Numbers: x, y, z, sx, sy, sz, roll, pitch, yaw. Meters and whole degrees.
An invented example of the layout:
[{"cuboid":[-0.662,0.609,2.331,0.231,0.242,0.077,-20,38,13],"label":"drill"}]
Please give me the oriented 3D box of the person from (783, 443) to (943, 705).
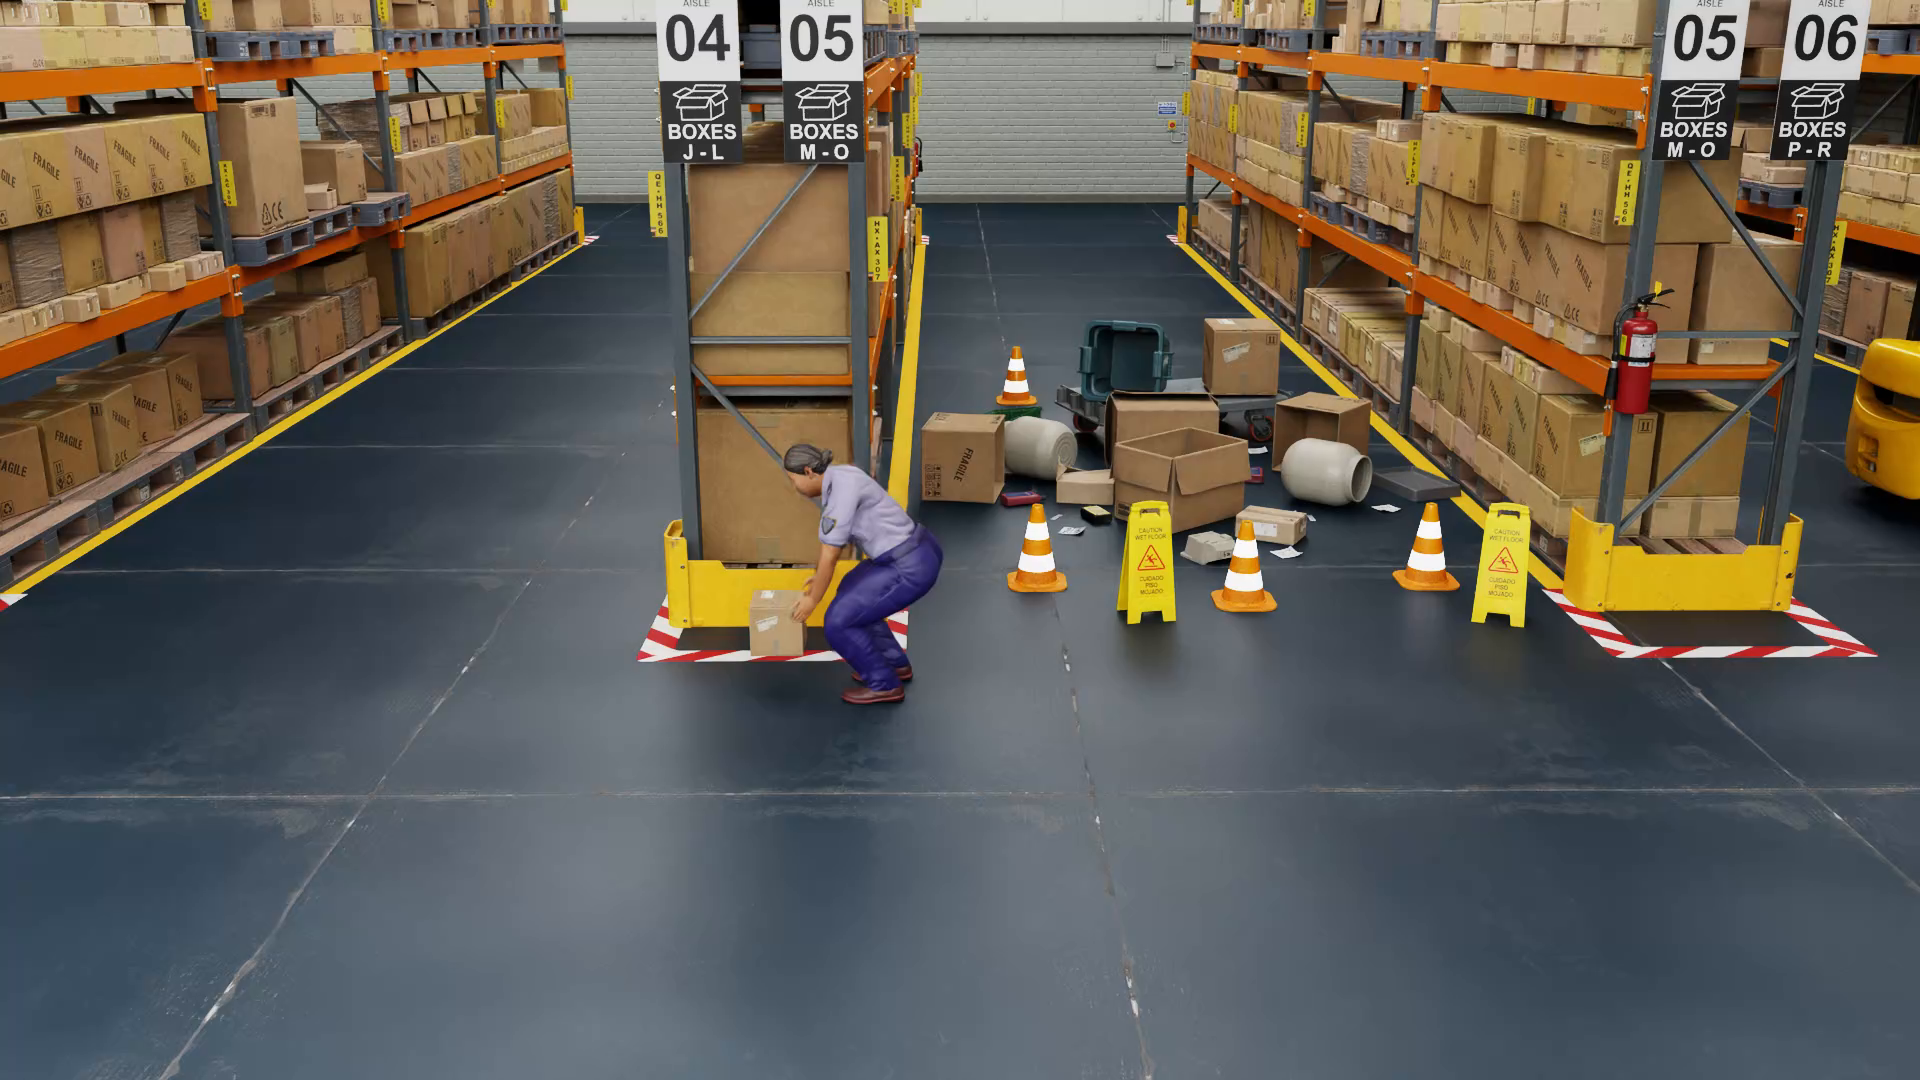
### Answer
[{"cuboid":[-0.451,0.146,7.819,0.727,1.230,0.540,1,17,4],"label":"person"}]
